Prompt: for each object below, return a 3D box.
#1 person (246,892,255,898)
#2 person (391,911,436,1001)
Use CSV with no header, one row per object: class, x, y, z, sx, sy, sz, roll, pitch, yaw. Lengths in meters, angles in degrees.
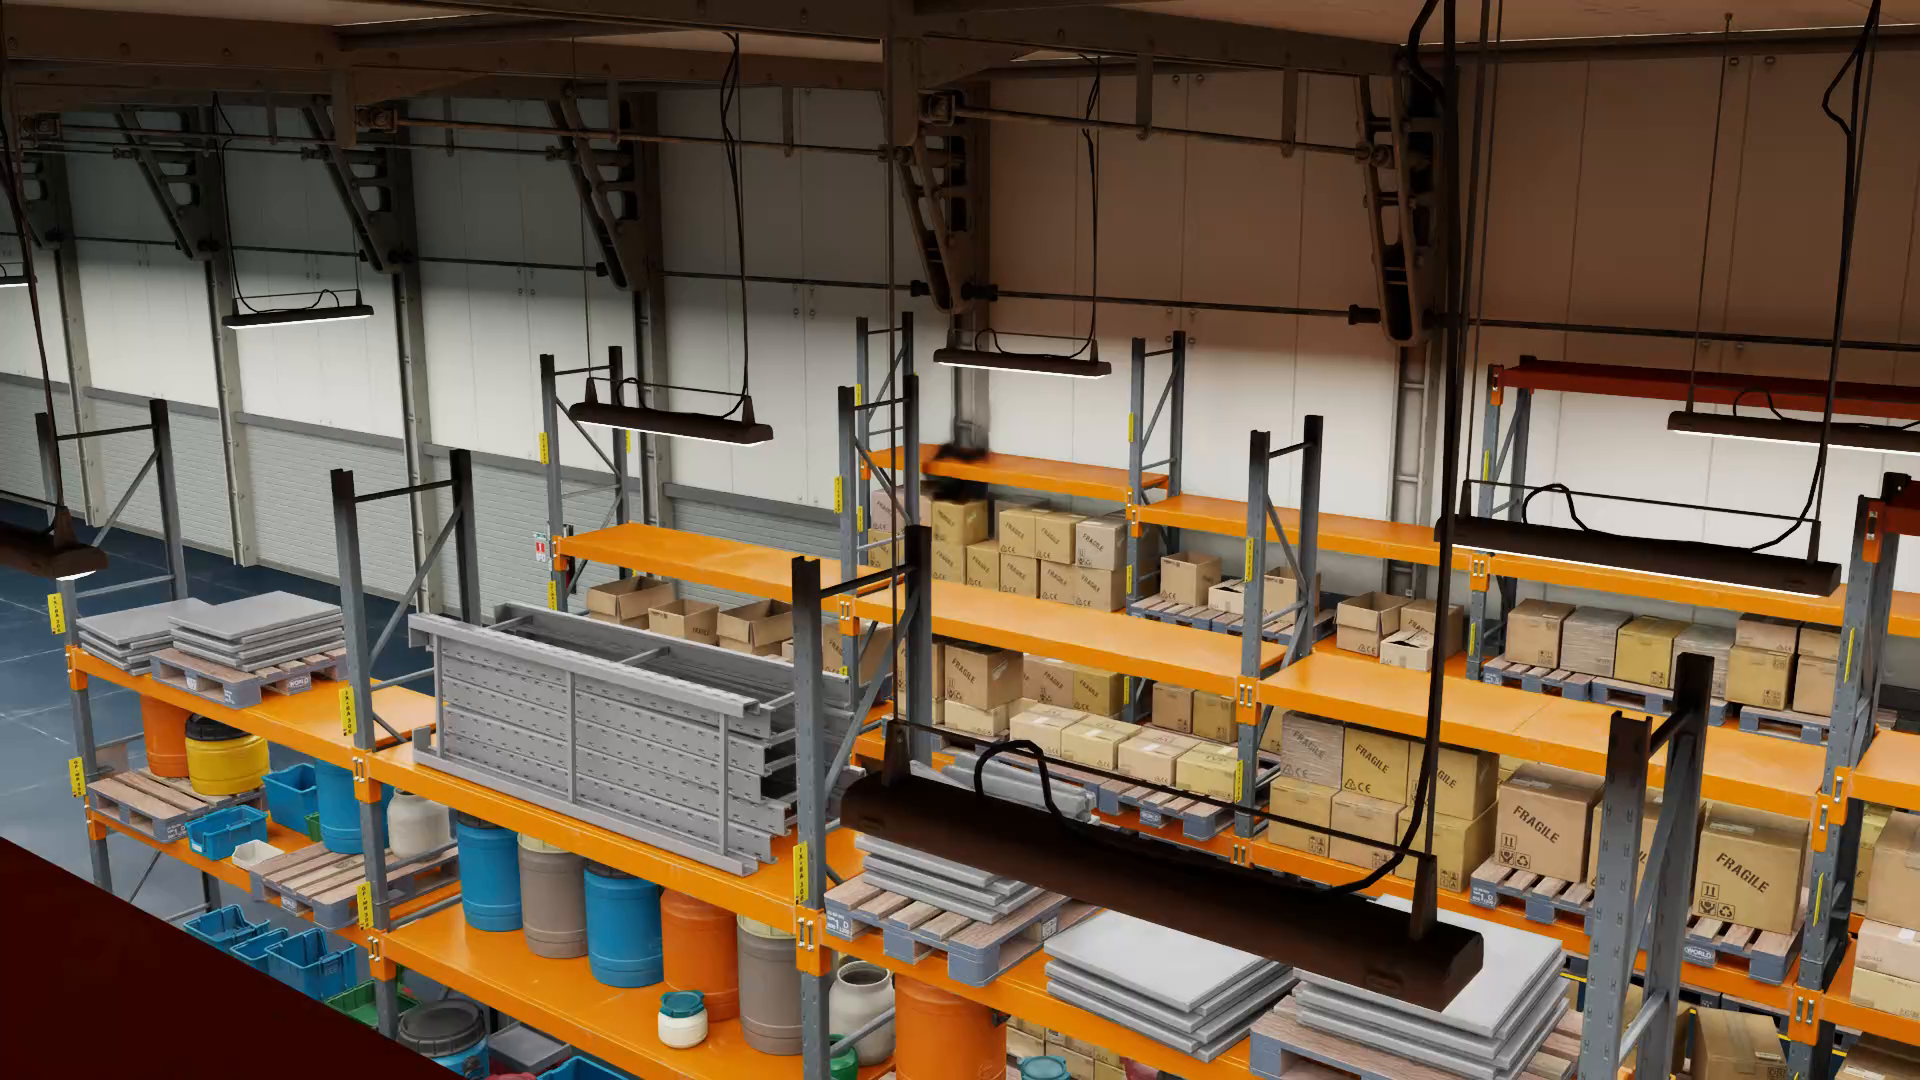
person,-7.774,3.112,18.009,0.679,1.767,0.668,-5,14,-22
person,-5.137,3.732,15.296,0.759,1.764,0.676,9,16,35
